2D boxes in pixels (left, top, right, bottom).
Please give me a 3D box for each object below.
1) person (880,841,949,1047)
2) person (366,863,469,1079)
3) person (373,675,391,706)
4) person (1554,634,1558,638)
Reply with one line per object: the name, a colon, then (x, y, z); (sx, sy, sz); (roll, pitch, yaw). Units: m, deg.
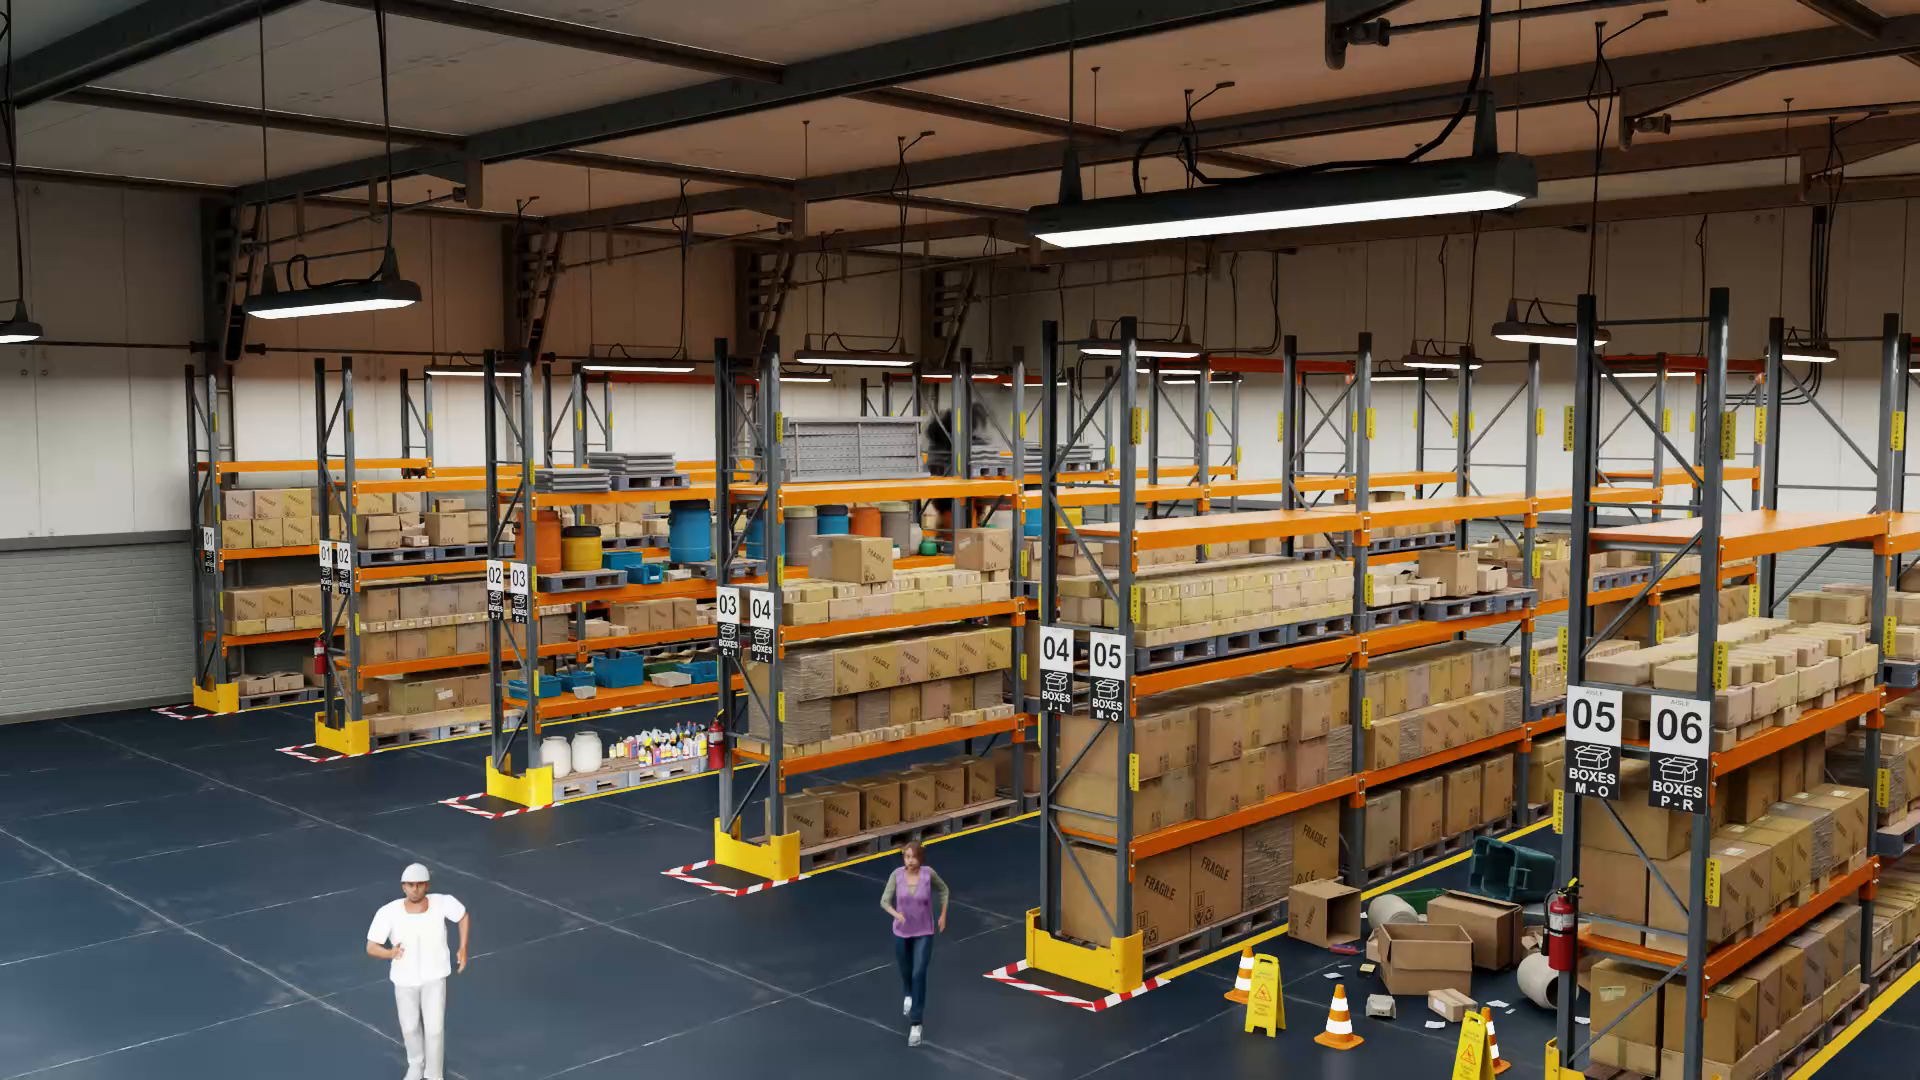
person: (-0.385, 3.300, 13.885); (0.550, 1.625, 0.763); (0, 4, 6)
person: (-4.067, 3.322, 12.491); (0.720, 1.834, 0.787); (-1, 4, -13)
person: (-9.792, 2.153, 27.935); (0.712, 1.773, 0.708); (2, 5, 25)
person: (9.640, 2.319, 26.587); (0.632, 1.640, 0.572); (-4, 6, -39)
